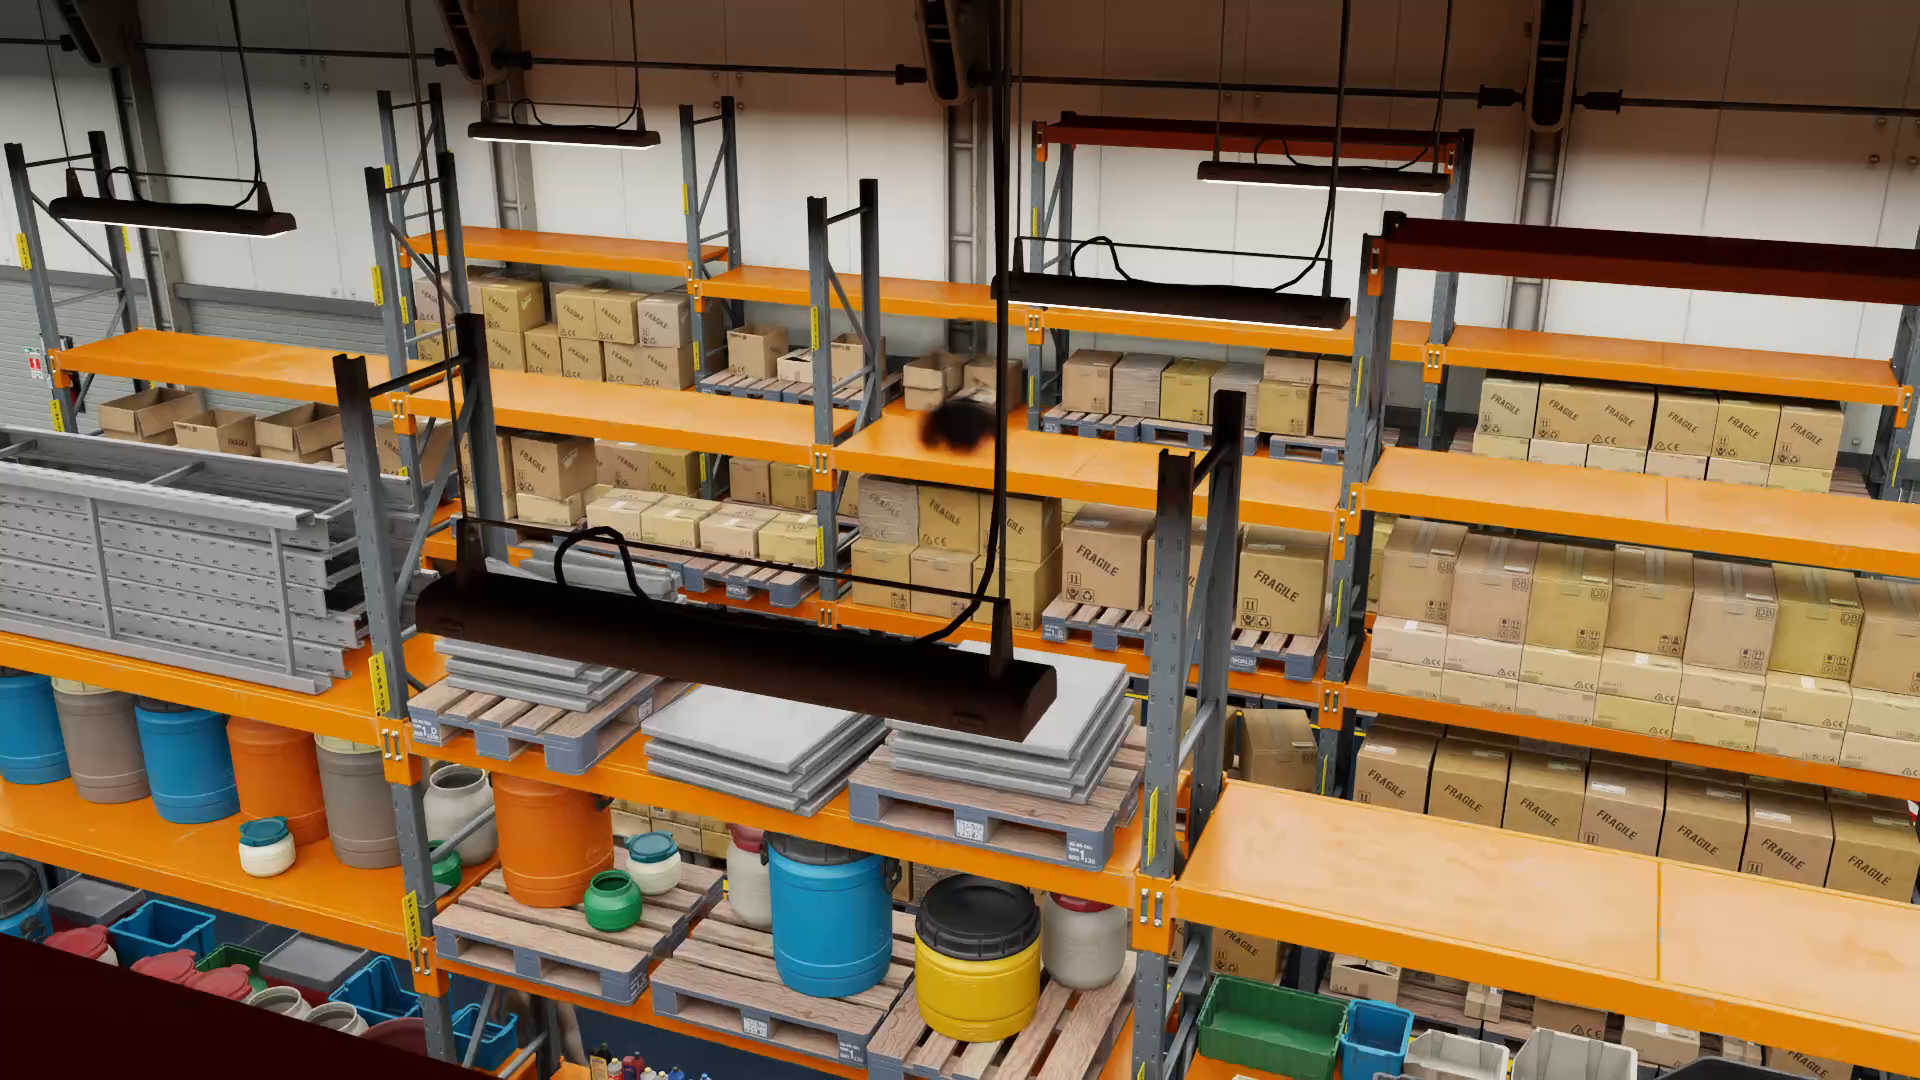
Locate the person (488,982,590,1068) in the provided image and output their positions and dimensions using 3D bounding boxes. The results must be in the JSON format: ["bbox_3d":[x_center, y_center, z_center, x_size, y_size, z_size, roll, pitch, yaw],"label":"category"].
[{"bbox_3d":[-2.992,3.145,11.761,0.719,1.723,0.782,-14,25,-32],"label":"person"}]
